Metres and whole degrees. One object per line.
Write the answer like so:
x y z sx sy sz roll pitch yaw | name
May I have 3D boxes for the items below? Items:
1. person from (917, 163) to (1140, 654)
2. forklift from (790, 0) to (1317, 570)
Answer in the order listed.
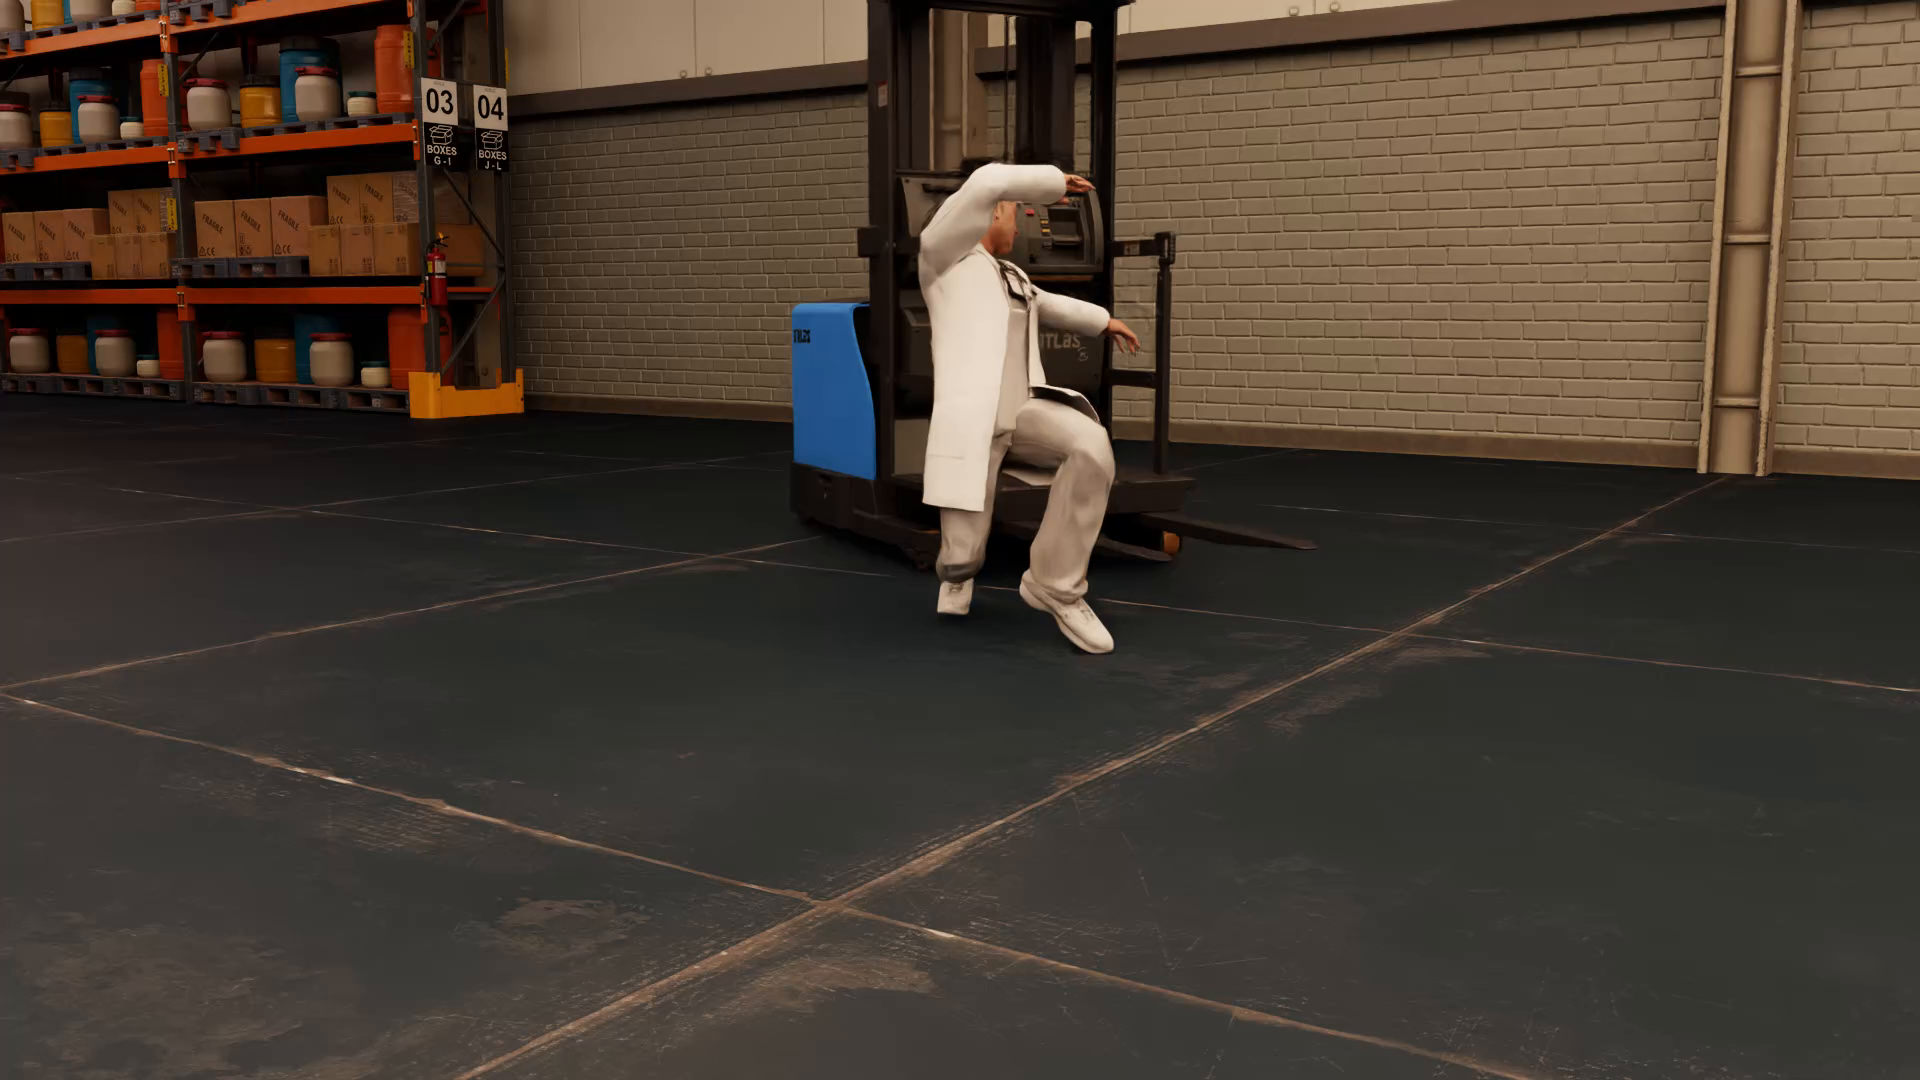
0.361 -0.462 5.491 1.103 1.500 0.977 -5 9 -31 | person
0.283 -1.374 6.858 1.130 2.935 3.031 -4 9 -26 | forklift
